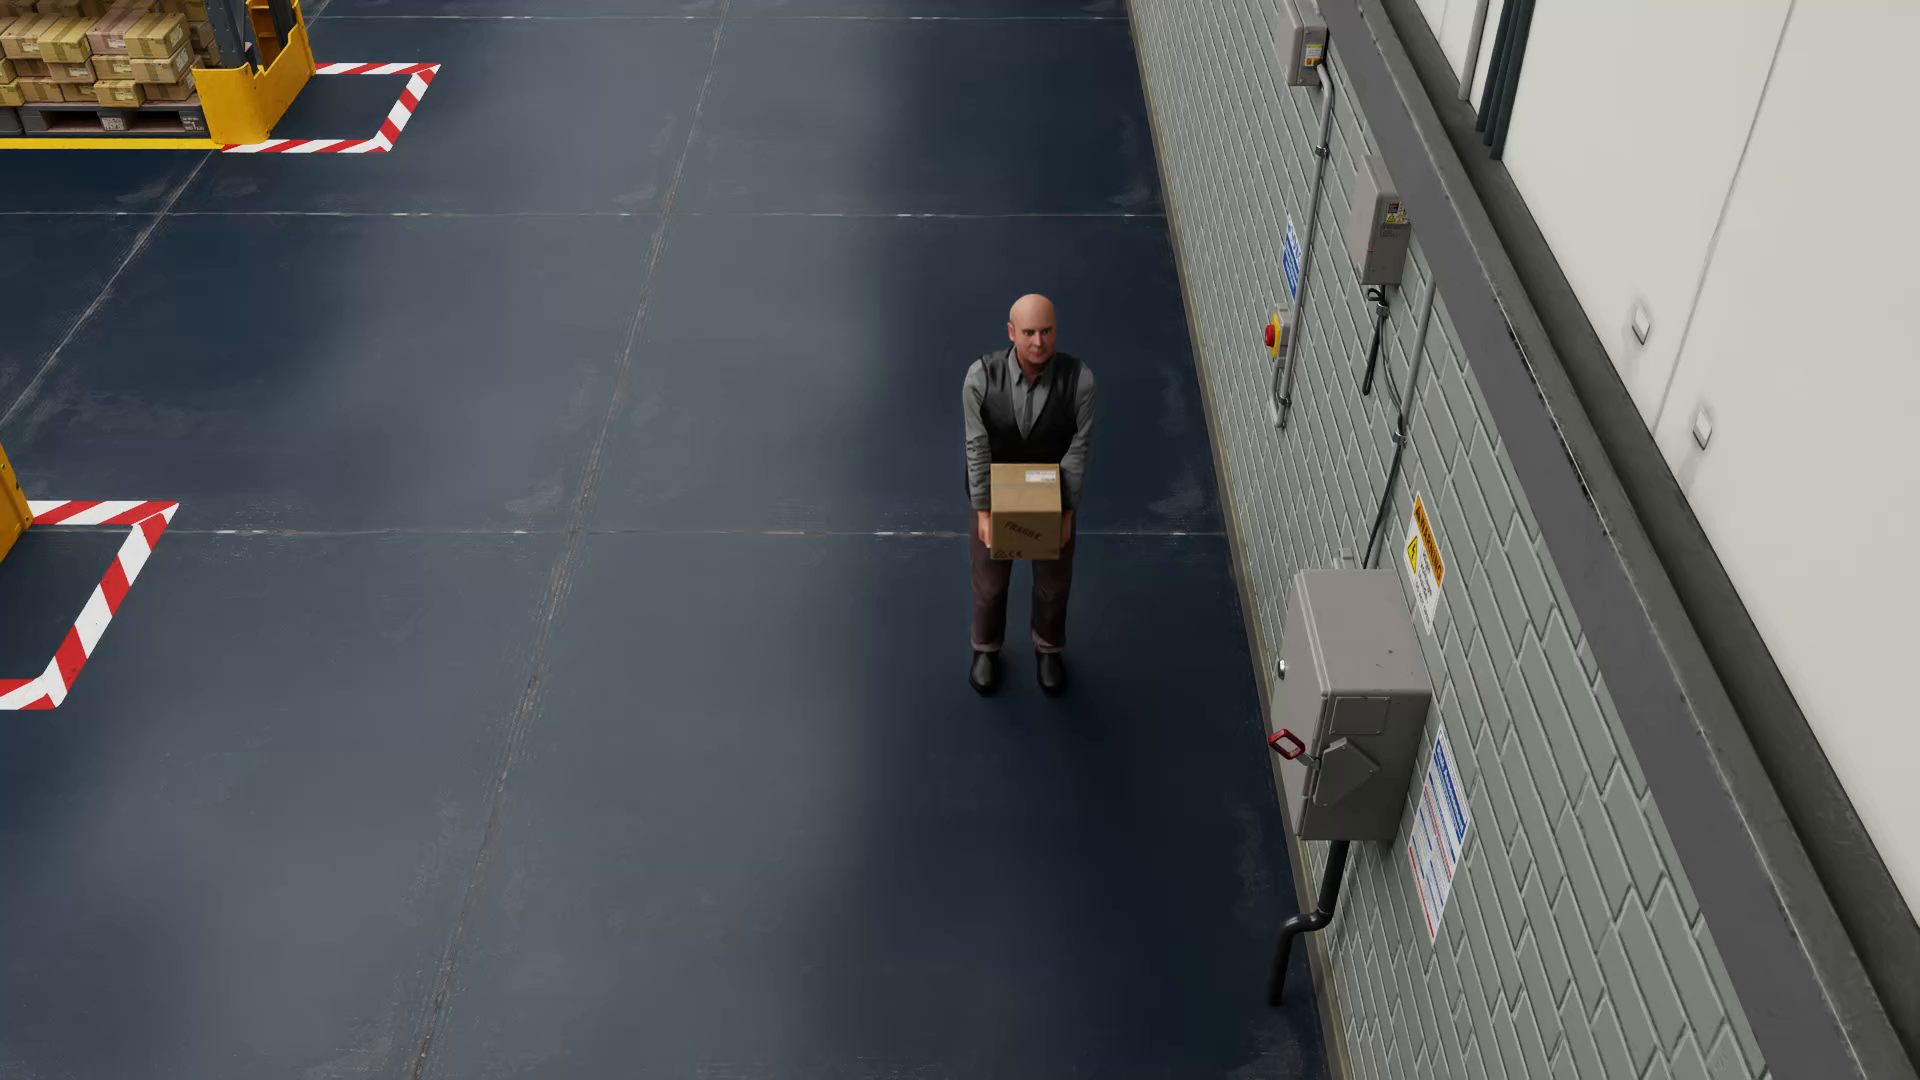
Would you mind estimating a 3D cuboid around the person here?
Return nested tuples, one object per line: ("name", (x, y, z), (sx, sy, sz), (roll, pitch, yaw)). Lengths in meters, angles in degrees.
("person", (0.255, -0.094, 6.297), (0.494, 1.711, 0.551), (0, 39, 0))
